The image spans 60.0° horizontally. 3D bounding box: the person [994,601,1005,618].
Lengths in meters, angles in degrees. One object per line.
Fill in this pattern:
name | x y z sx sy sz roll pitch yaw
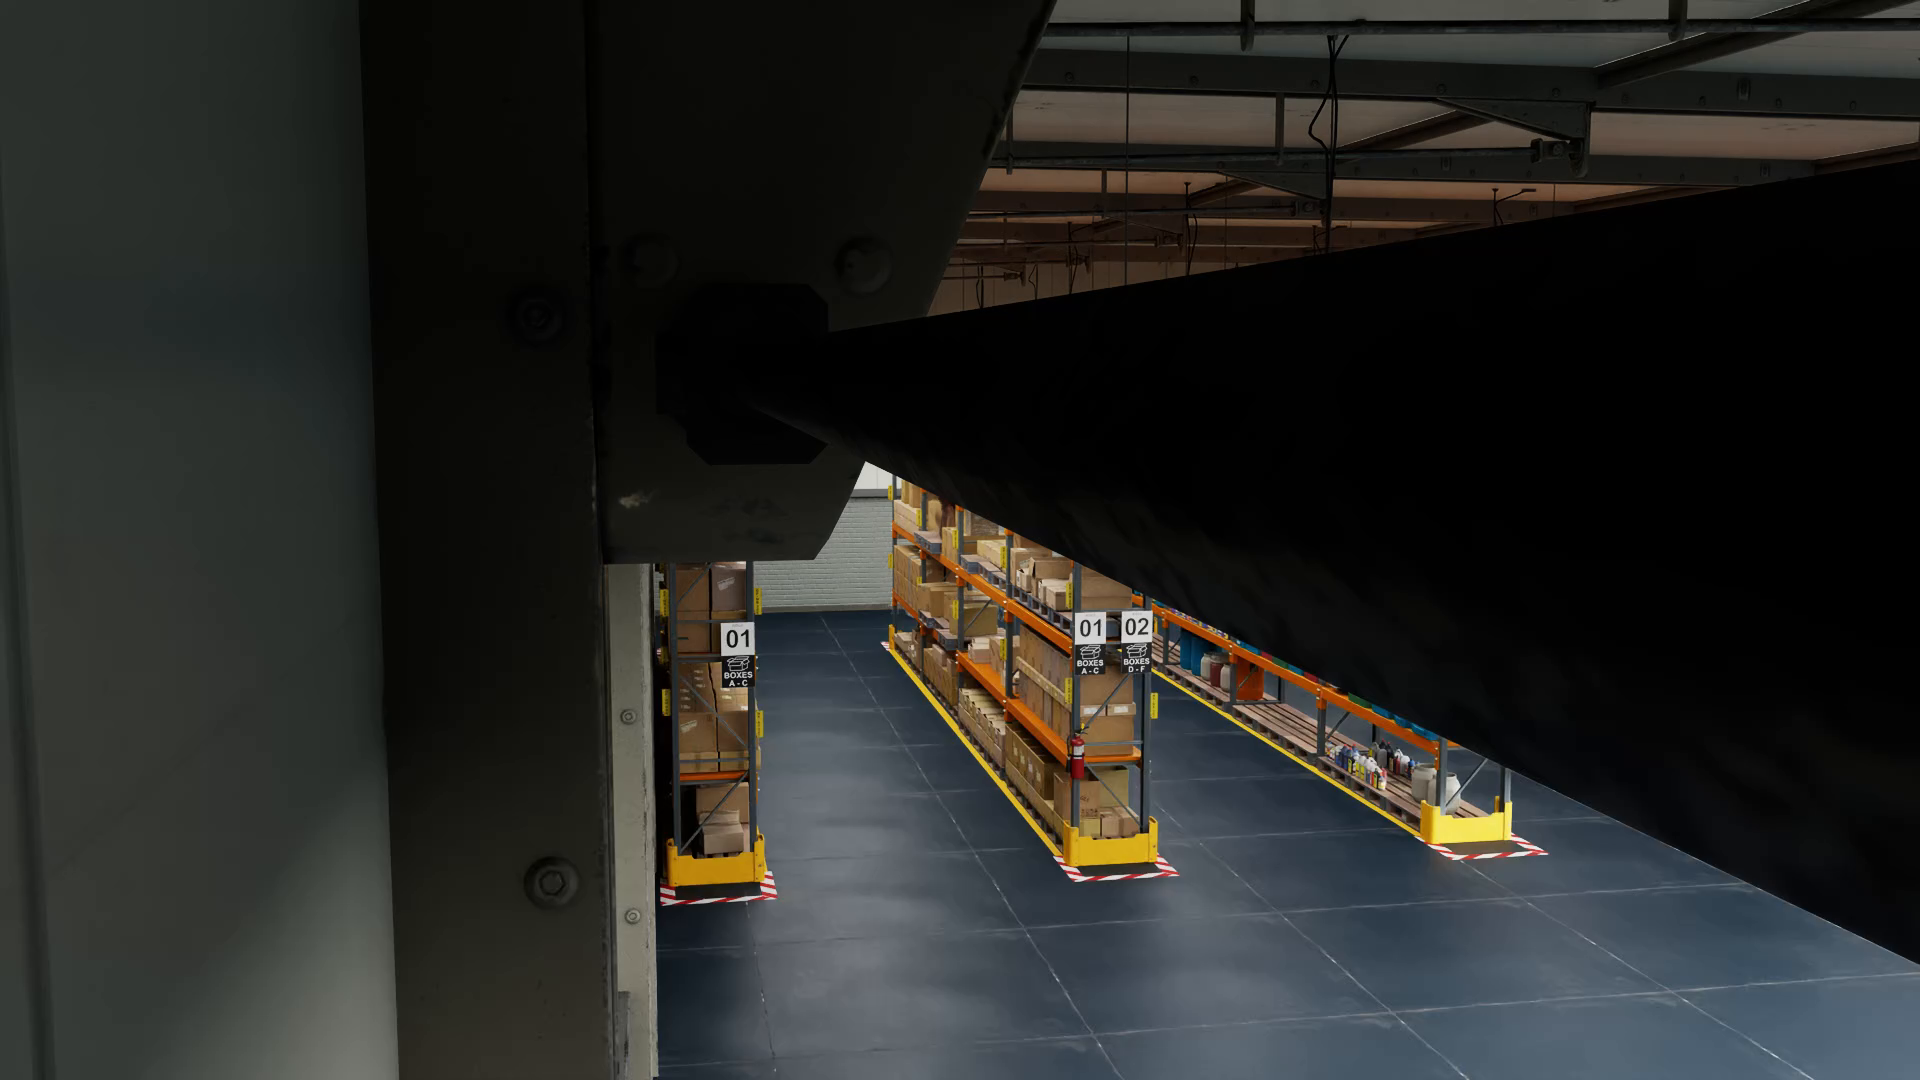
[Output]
person | 0.900 1.132 40.335 0.853 1.718 0.555 1 6 12
